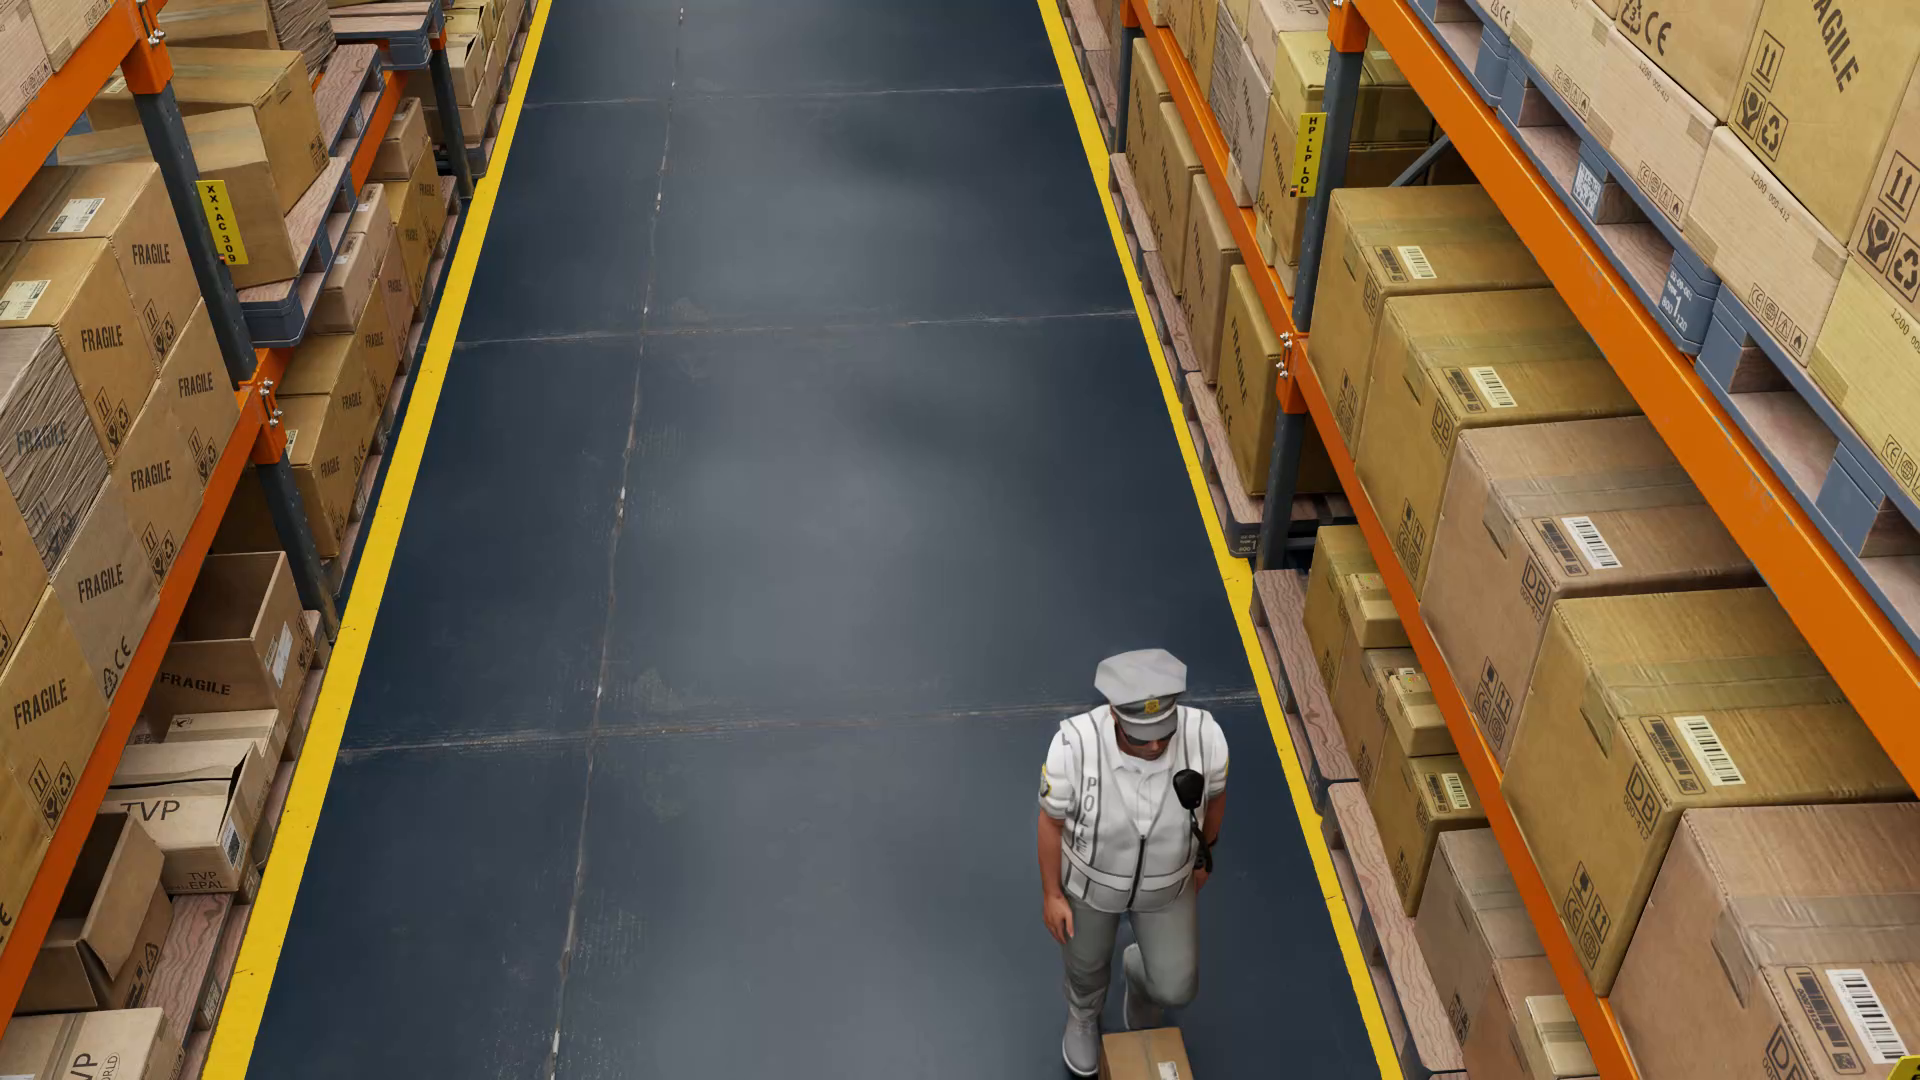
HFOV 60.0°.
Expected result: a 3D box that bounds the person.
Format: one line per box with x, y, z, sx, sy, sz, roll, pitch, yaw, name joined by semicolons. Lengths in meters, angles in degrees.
0.495;0.982;4.927;0.549;1.777;0.462;-1;39;-1;person
